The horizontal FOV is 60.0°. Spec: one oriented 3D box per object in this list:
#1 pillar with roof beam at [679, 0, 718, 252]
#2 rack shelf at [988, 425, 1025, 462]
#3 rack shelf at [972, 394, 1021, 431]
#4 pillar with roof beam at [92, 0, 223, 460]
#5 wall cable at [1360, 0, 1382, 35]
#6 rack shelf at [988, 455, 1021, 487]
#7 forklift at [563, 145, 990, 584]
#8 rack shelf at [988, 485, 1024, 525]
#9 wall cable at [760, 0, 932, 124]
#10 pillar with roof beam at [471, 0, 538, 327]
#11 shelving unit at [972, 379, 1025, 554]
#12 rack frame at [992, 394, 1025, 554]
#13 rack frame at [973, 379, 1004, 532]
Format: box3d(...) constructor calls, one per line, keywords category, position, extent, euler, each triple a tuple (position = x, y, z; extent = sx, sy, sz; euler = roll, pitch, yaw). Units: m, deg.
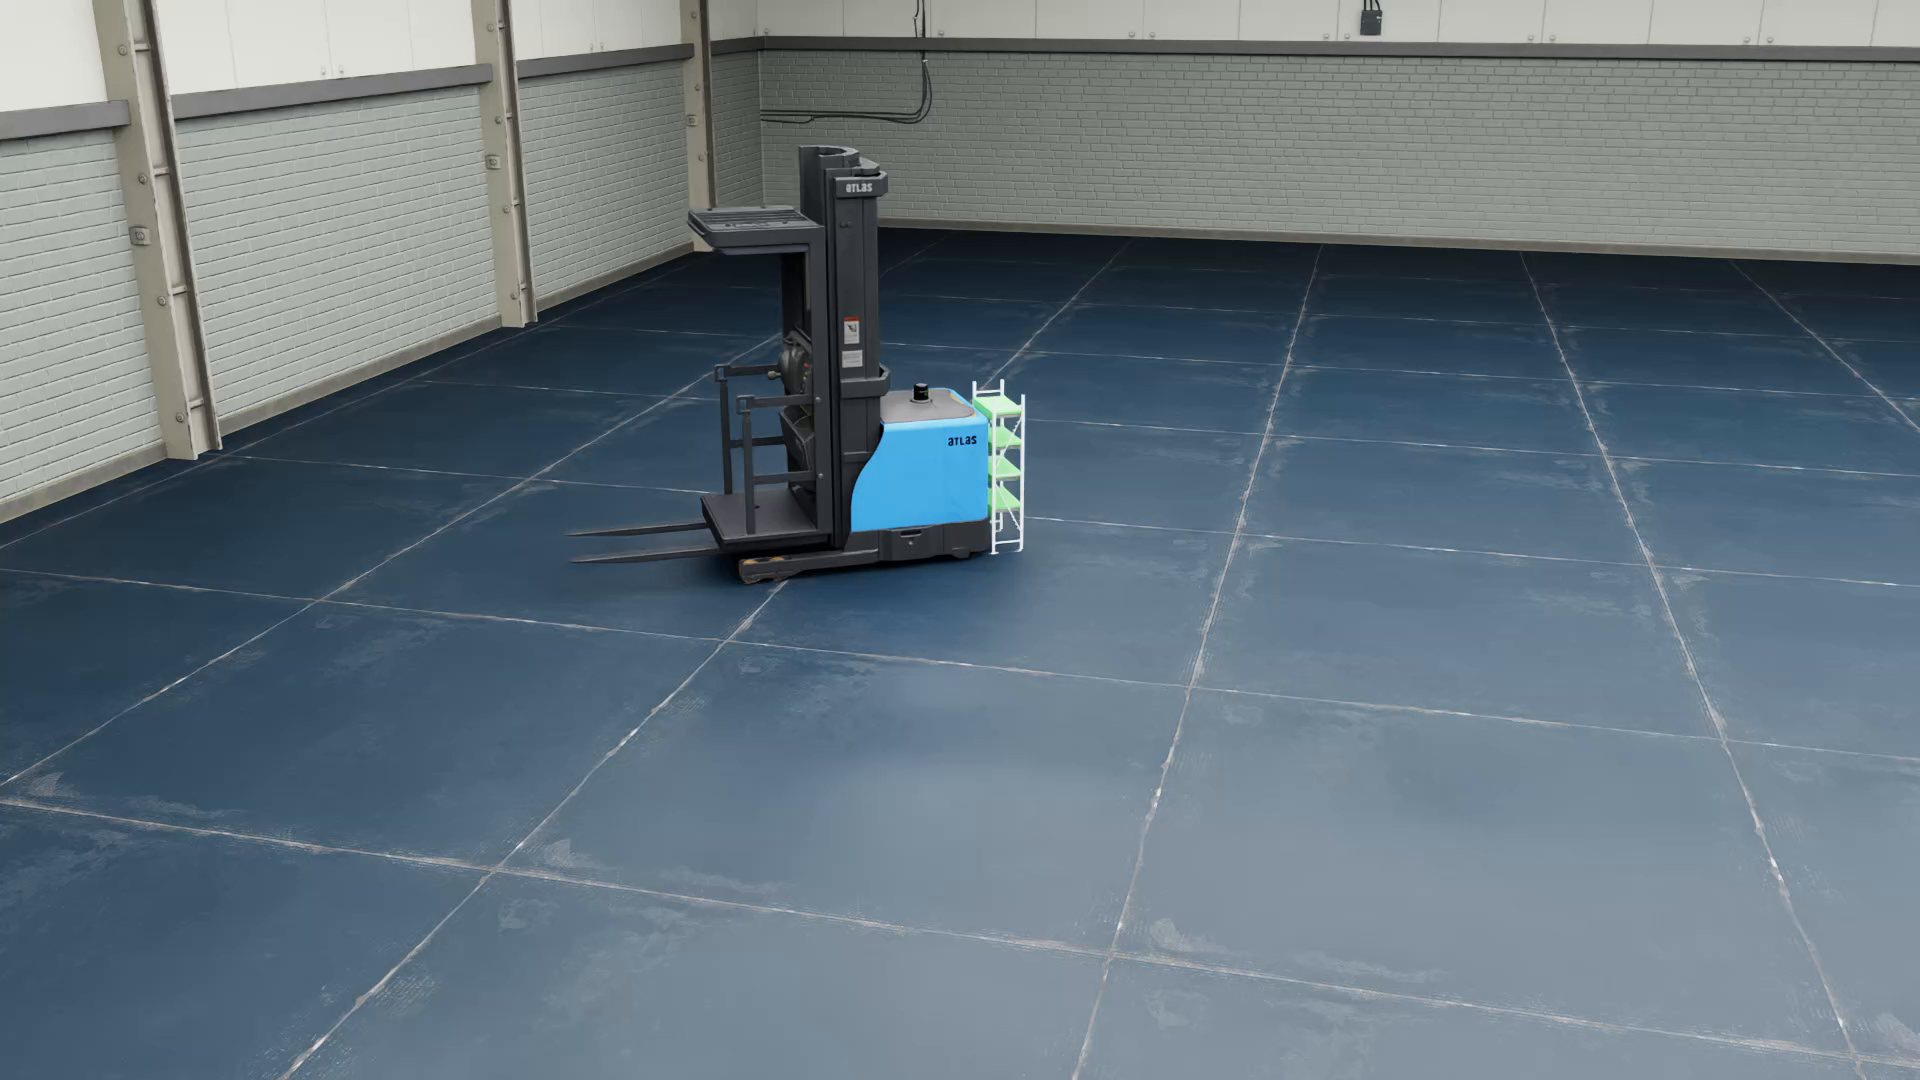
box3d(category="pillar with roof beam", position=(0.204, -8.464, 23.547), extent=(9.100, 9.000, 0.400), euler=(5, 19, 13))
box3d(category="rack shelf", position=(0.284, -0.719, 12.390), extent=(0.258, 0.148, 0.480), euler=(-6, 20, -16))
box3d(category="rack shelf", position=(0.284, -0.946, 12.313), extent=(0.258, 0.148, 0.480), euler=(-6, 20, -16))
box3d(category="pillar with roof beam", position=(-2.728, -4.703, 12.535), extent=(9.100, 9.000, 0.400), euler=(5, 19, 13))
box3d(category="wall cable", position=(7.233, -10.478, 24.181), extent=(2.305, 6.003, 0.169), euler=(5, 19, 13))
box3d(category="rack shelf", position=(0.284, -0.491, 12.468), extent=(0.258, 0.148, 0.480), euler=(-6, 20, -16))
box3d(category="forklift", position=(-1.357, -1.268, 11.867), extent=(3.031, 2.935, 1.130), euler=(-6, 20, -16))
box3d(category="rack shelf", position=(0.284, -0.264, 12.545), extent=(0.258, 0.148, 0.480), euler=(-6, 20, -16))
box3d(category="wall cable", position=(-1.969, -8.154, 27.442), extent=(3.097, 2.526, 0.112), euler=(5, 19, 13))
box3d(category="pillar with roof beam", position=(-1.262, -6.584, 18.041), extent=(9.100, 9.000, 0.400), euler=(5, 19, 13))
box3d(category="shelving unit", position=(0.284, -0.552, 12.447), extent=(0.258, 1.200, 0.503), euler=(-6, 20, -16))
box3d(category="rack frame", position=(0.354, -0.476, 12.226), extent=(0.240, 1.200, 0.015), euler=(-6, 20, -16))
box3d(category="rack frame", position=(0.214, -0.627, 12.668), extent=(0.240, 1.200, 0.015), euler=(-6, 20, -16))
